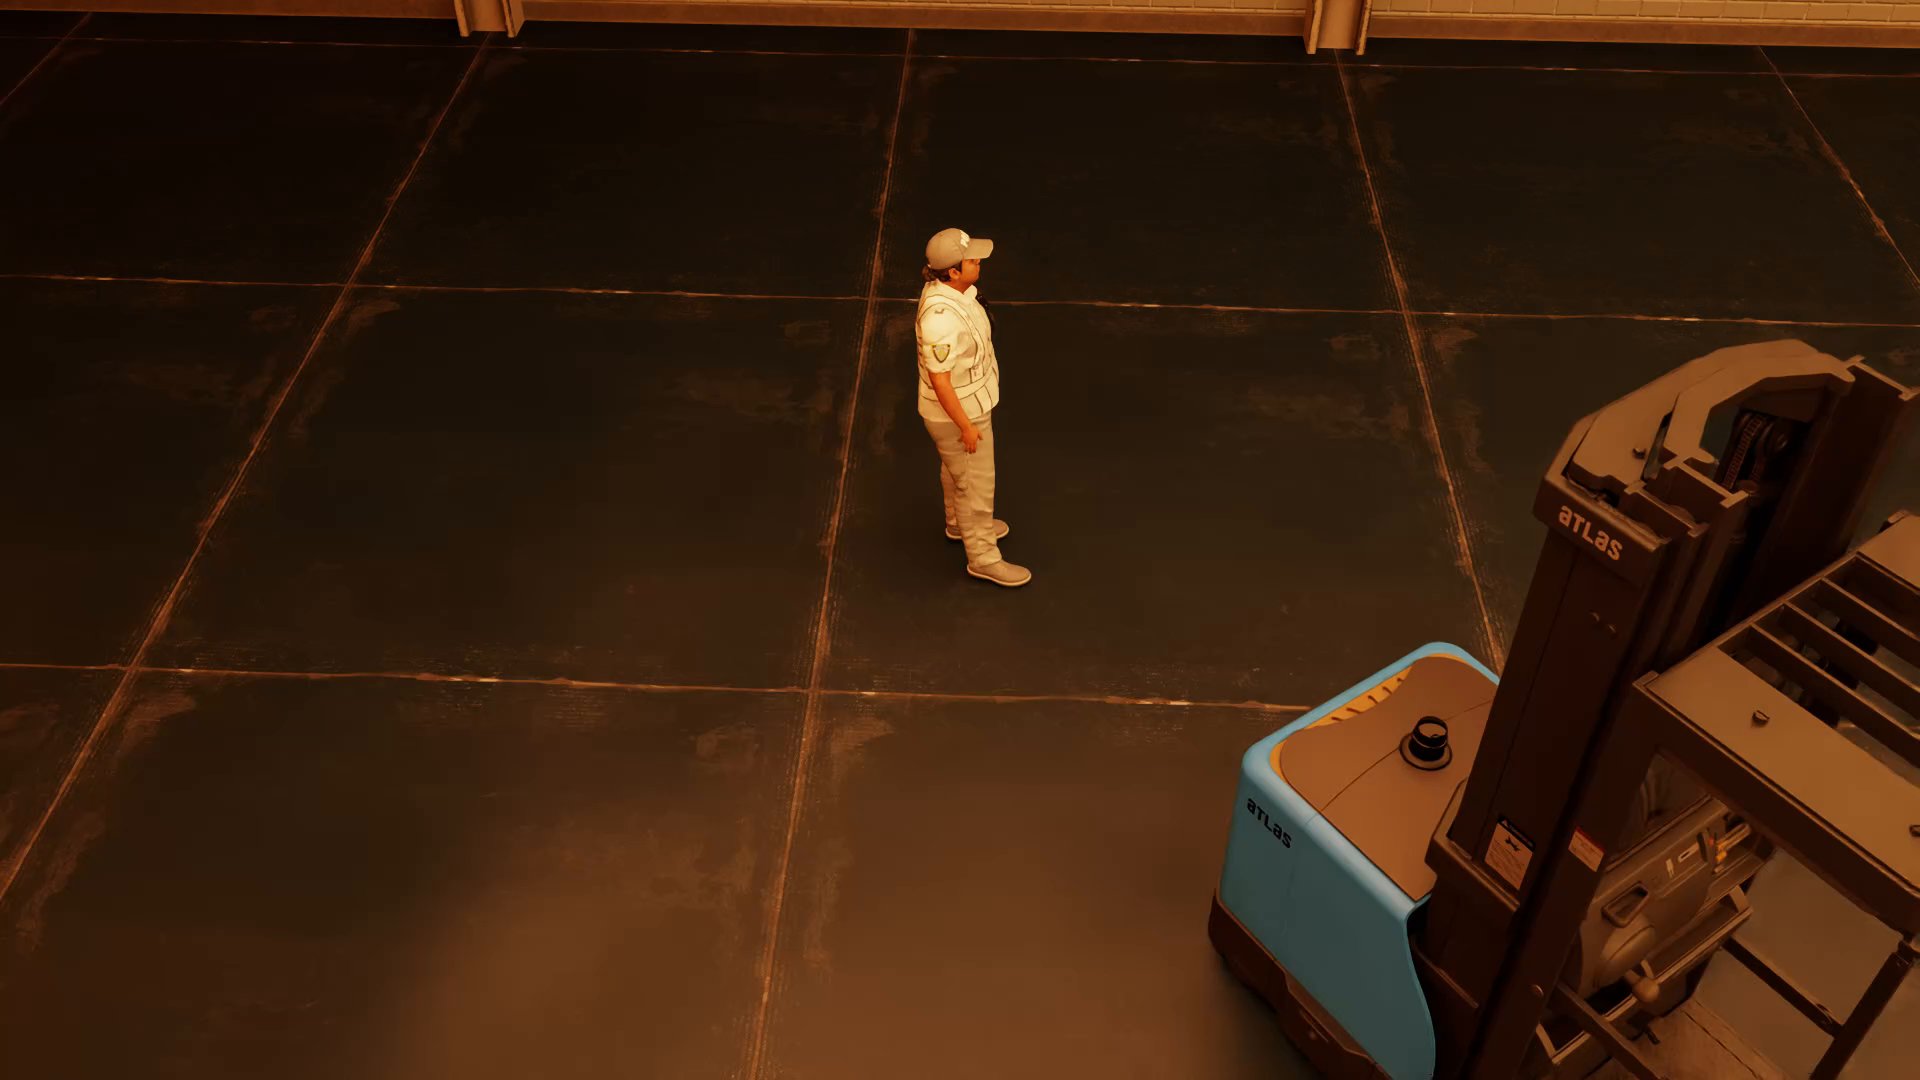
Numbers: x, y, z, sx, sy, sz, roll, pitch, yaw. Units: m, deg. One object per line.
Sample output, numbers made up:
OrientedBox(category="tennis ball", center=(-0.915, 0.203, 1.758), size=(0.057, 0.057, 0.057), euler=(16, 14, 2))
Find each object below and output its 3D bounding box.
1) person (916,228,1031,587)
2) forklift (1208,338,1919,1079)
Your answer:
OrientedBox(category="person", center=(0.075, -0.603, 7.330), size=(0.529, 1.670, 0.598), euler=(2, 42, 2))
OrientedBox(category="forklift", center=(2.178, 1.052, 4.590), size=(1.130, 2.935, 3.031), euler=(-25, 48, -25))
